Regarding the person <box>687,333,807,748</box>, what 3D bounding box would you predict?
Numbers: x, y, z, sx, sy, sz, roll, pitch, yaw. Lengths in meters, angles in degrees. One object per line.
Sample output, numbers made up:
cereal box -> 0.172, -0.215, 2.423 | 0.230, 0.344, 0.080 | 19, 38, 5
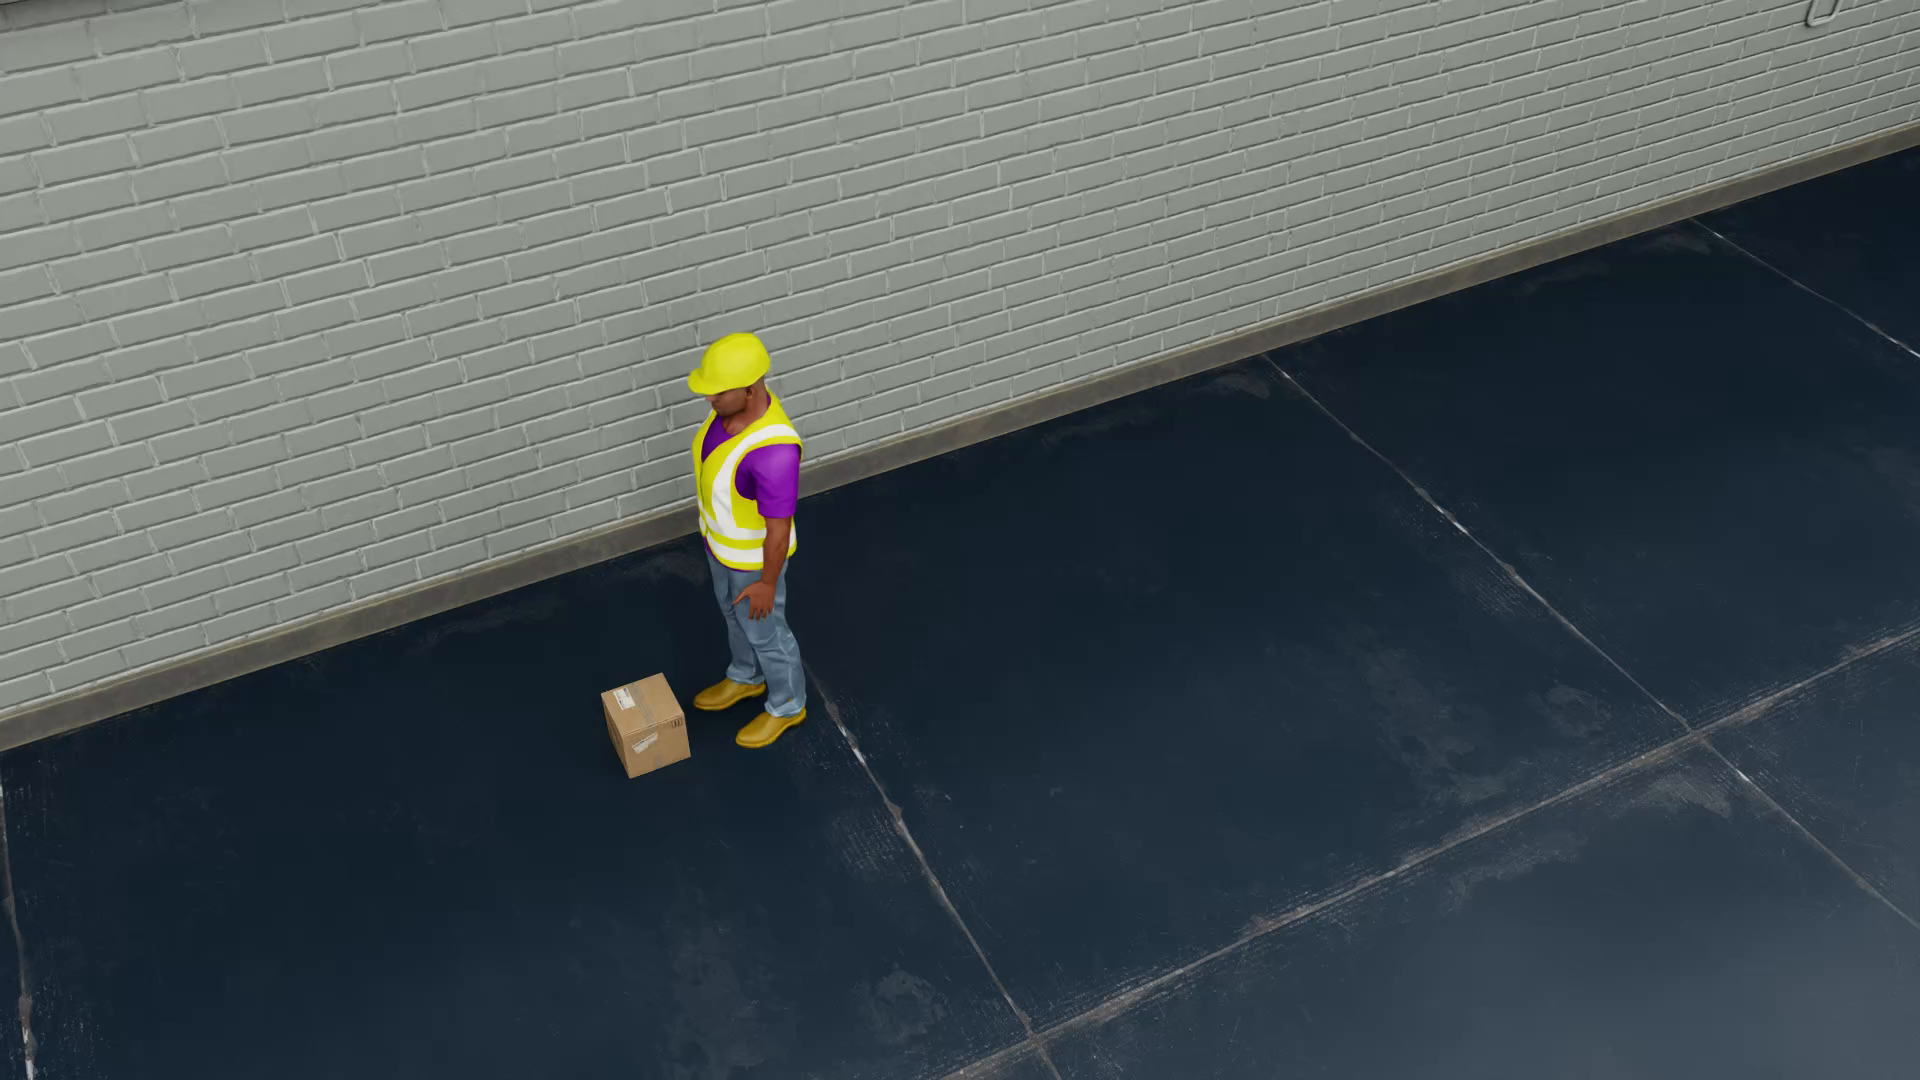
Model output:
person -> -0.811, 0.020, 6.119 | 0.462, 1.782, 0.587 | -18, 44, -20
